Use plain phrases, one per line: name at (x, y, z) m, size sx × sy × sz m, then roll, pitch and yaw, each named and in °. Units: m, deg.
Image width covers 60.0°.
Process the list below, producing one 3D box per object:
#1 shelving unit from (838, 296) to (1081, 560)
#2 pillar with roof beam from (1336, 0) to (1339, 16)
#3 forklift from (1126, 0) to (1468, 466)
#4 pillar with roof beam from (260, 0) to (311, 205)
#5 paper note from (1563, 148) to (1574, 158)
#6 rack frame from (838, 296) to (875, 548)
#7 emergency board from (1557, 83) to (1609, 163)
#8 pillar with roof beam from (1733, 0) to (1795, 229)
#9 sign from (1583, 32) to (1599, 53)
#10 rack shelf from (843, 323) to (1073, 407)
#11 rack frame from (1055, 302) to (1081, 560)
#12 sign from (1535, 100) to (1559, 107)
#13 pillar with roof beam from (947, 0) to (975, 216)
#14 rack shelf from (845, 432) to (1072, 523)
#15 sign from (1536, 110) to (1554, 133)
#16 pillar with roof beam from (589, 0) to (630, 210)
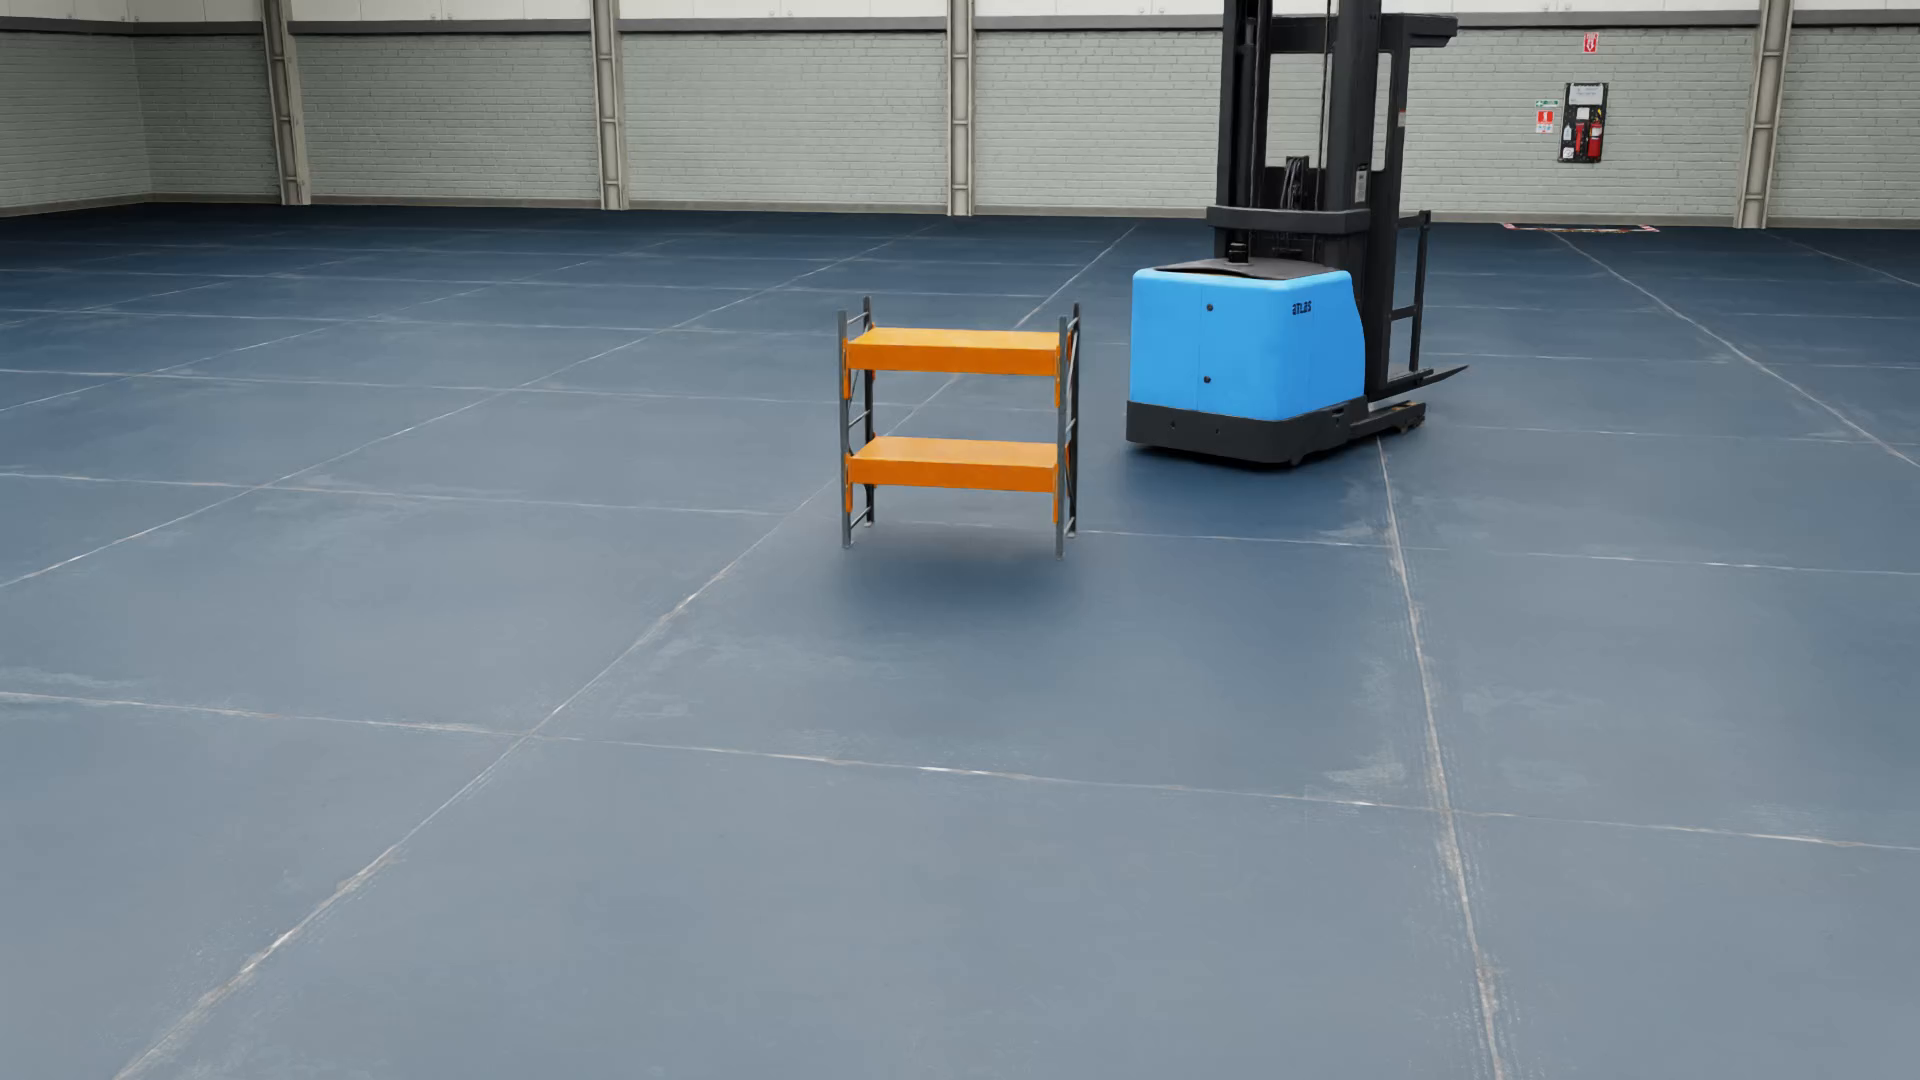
shelving unit at (0.007, -0.542, 7.841) m, size 1.048 × 1.125 × 0.538 m, roll 3°, pitch 16°, yaw 11°
pillar with roof beam at (5.042, -8.195, 20.720) m, size 0.400 × 9.000 × 9.100 m, roll 3°, pitch 16°, yaw 11°
forklift at (2.311, -2.160, 10.299) m, size 1.130 × 2.935 × 3.031 m, roll 12°, pitch 20°, yaw 38°
pillar with roof beam at (-12.597, -9.153, 24.176) m, size 0.400 × 9.000 × 9.100 m, roll 3°, pitch 16°, yaw 11°
paper note at (9.206, -5.855, 25.161) m, size 0.142 × 0.148 × 0.016 m, roll 3°, pitch 16°, yaw 11°
rack frame at (-0.492, -0.569, 7.938) m, size 0.032 × 1.125 × 0.500 m, roll 3°, pitch 16°, yaw 11°
emergency board at (9.366, -6.252, 24.944) m, size 0.643 × 1.169 × 0.194 m, roll 3°, pitch 16°, yaw 11°
pillar with roof beam at (10.922, -7.876, 19.567) m, size 0.400 × 9.000 × 9.100 m, roll 3°, pitch 16°, yaw 11°
sign at (9.378, -7.396, 24.731) m, size 0.199 × 0.298 × 0.001 m, roll 3°, pitch 16°, yaw 11°
rack shelf at (0.007, -0.824, 7.762) m, size 1.000 × 0.278 × 0.538 m, roll 3°, pitch 16°, yaw 11°
rack frame at (0.505, -0.515, 7.743) m, size 0.032 × 1.125 × 0.500 m, roll 3°, pitch 16°, yaw 11°
sign at (8.847, -6.579, 25.063) m, size 0.331 × 0.109 × 0.001 m, roll 3°, pitch 16°, yaw 11°
pillar with roof beam at (-0.837, -8.514, 21.872) m, size 0.400 × 9.000 × 9.100 m, roll 3°, pitch 16°, yaw 11°
rack shelf at (0.007, -0.306, 7.906) m, size 1.000 × 0.278 × 0.538 m, roll 3°, pitch 16°, yaw 11°
sign at (8.845, -6.326, 25.143) m, size 0.234 × 0.329 × 0.001 m, roll 3°, pitch 16°, yaw 11°
pillar with roof beam at (-6.717, -8.833, 23.024) m, size 0.400 × 9.000 × 9.100 m, roll 3°, pitch 16°, yaw 11°
